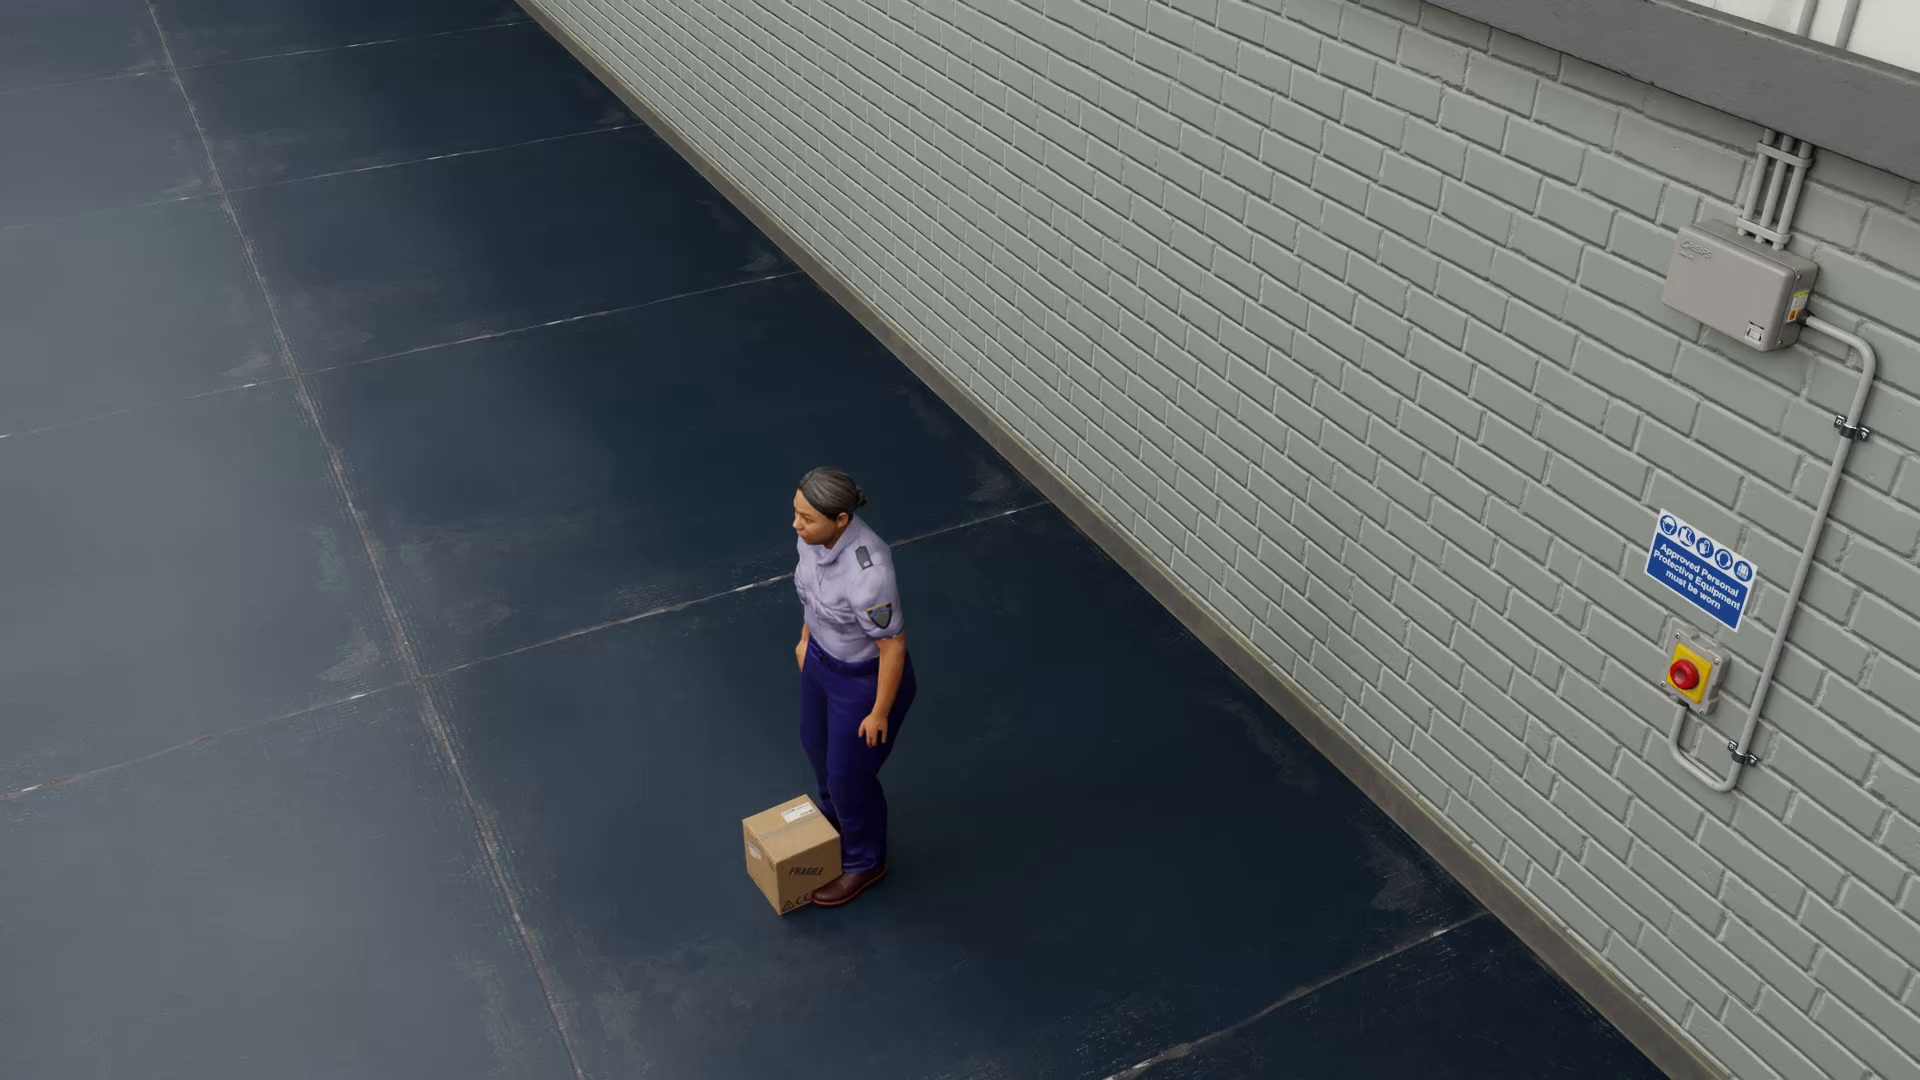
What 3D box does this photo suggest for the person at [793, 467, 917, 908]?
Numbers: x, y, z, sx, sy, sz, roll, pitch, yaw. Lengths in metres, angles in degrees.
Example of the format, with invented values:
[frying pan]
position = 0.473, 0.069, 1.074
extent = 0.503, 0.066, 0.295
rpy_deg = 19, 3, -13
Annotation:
[person]
position = -0.391, 0.458, 5.461
extent = 0.423, 1.637, 0.564
rpy_deg = -18, 37, -26
